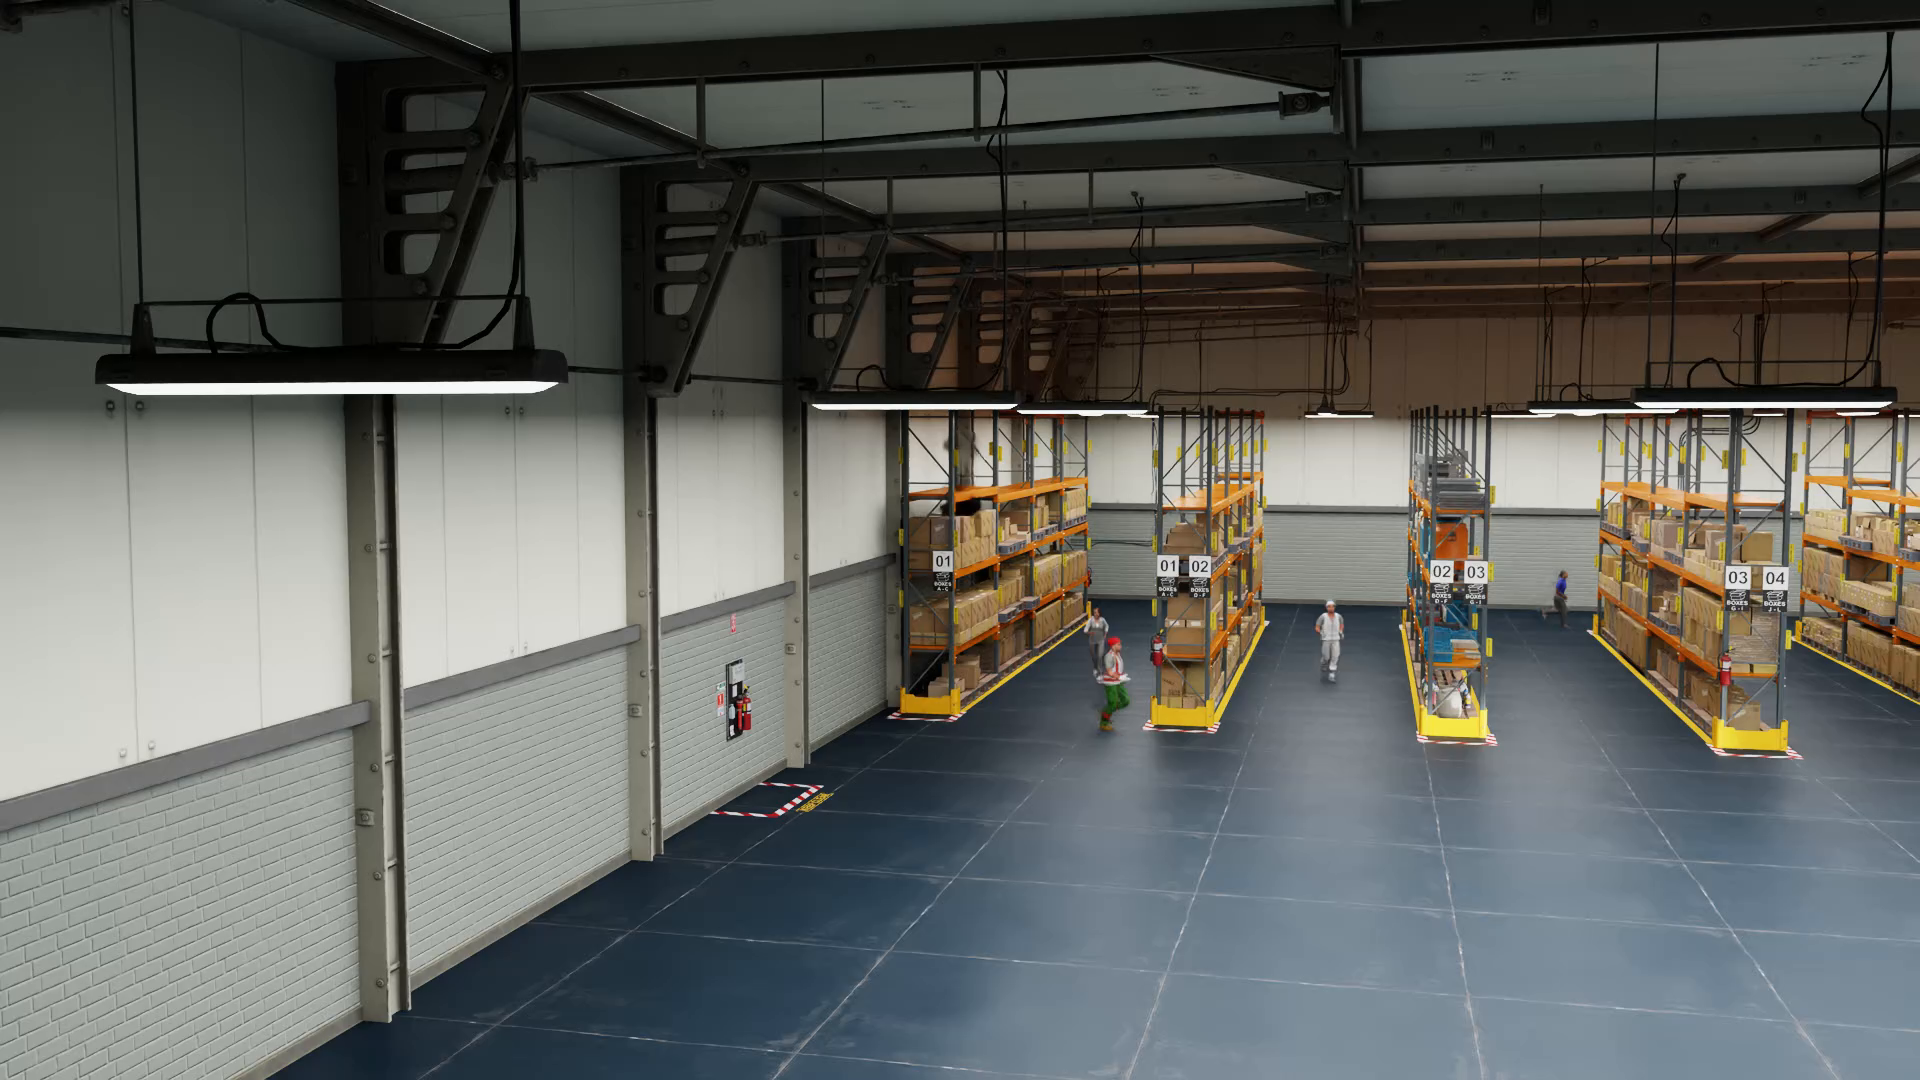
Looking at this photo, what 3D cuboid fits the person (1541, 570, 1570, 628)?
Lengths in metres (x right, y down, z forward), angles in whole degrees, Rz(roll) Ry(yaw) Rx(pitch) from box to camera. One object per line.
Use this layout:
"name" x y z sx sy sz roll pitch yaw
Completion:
"person" 16.524 1.643 46.078 0.778 1.637 0.588 2 4 22

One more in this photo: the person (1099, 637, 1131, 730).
"person" 2.891 2.646 30.696 0.642 1.735 0.661 2 5 26

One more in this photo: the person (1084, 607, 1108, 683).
"person" 2.993 2.287 36.558 0.536 1.619 0.817 0 4 6

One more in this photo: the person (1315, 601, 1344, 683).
"person" 8.165 2.217 36.649 0.658 1.771 0.863 0 4 -1
